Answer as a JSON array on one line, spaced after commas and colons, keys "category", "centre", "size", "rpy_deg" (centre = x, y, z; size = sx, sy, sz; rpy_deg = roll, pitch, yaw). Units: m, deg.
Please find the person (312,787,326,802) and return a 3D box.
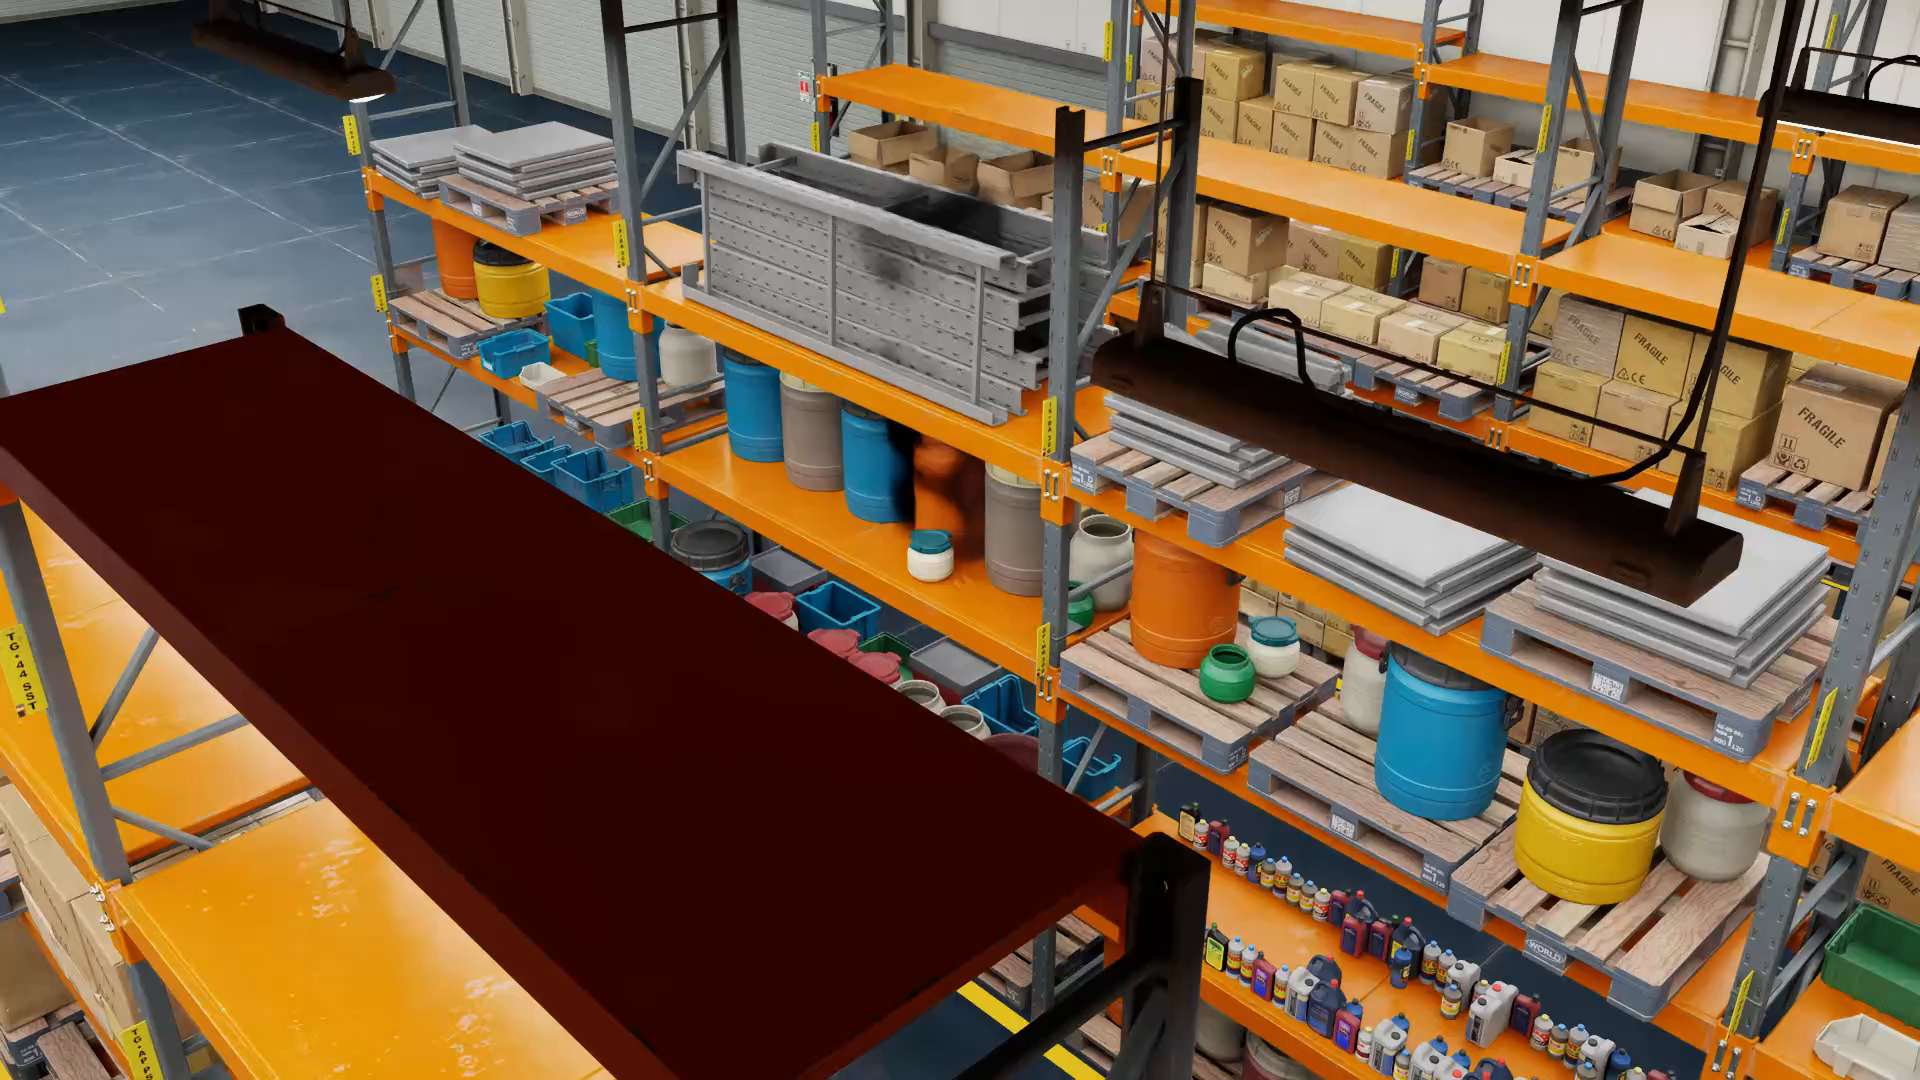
[{"category": "person", "centre": [-3.874, 1.926, 10.838], "size": [0.637, 1.739, 0.647], "rpy_deg": [19, 34, 32]}]
